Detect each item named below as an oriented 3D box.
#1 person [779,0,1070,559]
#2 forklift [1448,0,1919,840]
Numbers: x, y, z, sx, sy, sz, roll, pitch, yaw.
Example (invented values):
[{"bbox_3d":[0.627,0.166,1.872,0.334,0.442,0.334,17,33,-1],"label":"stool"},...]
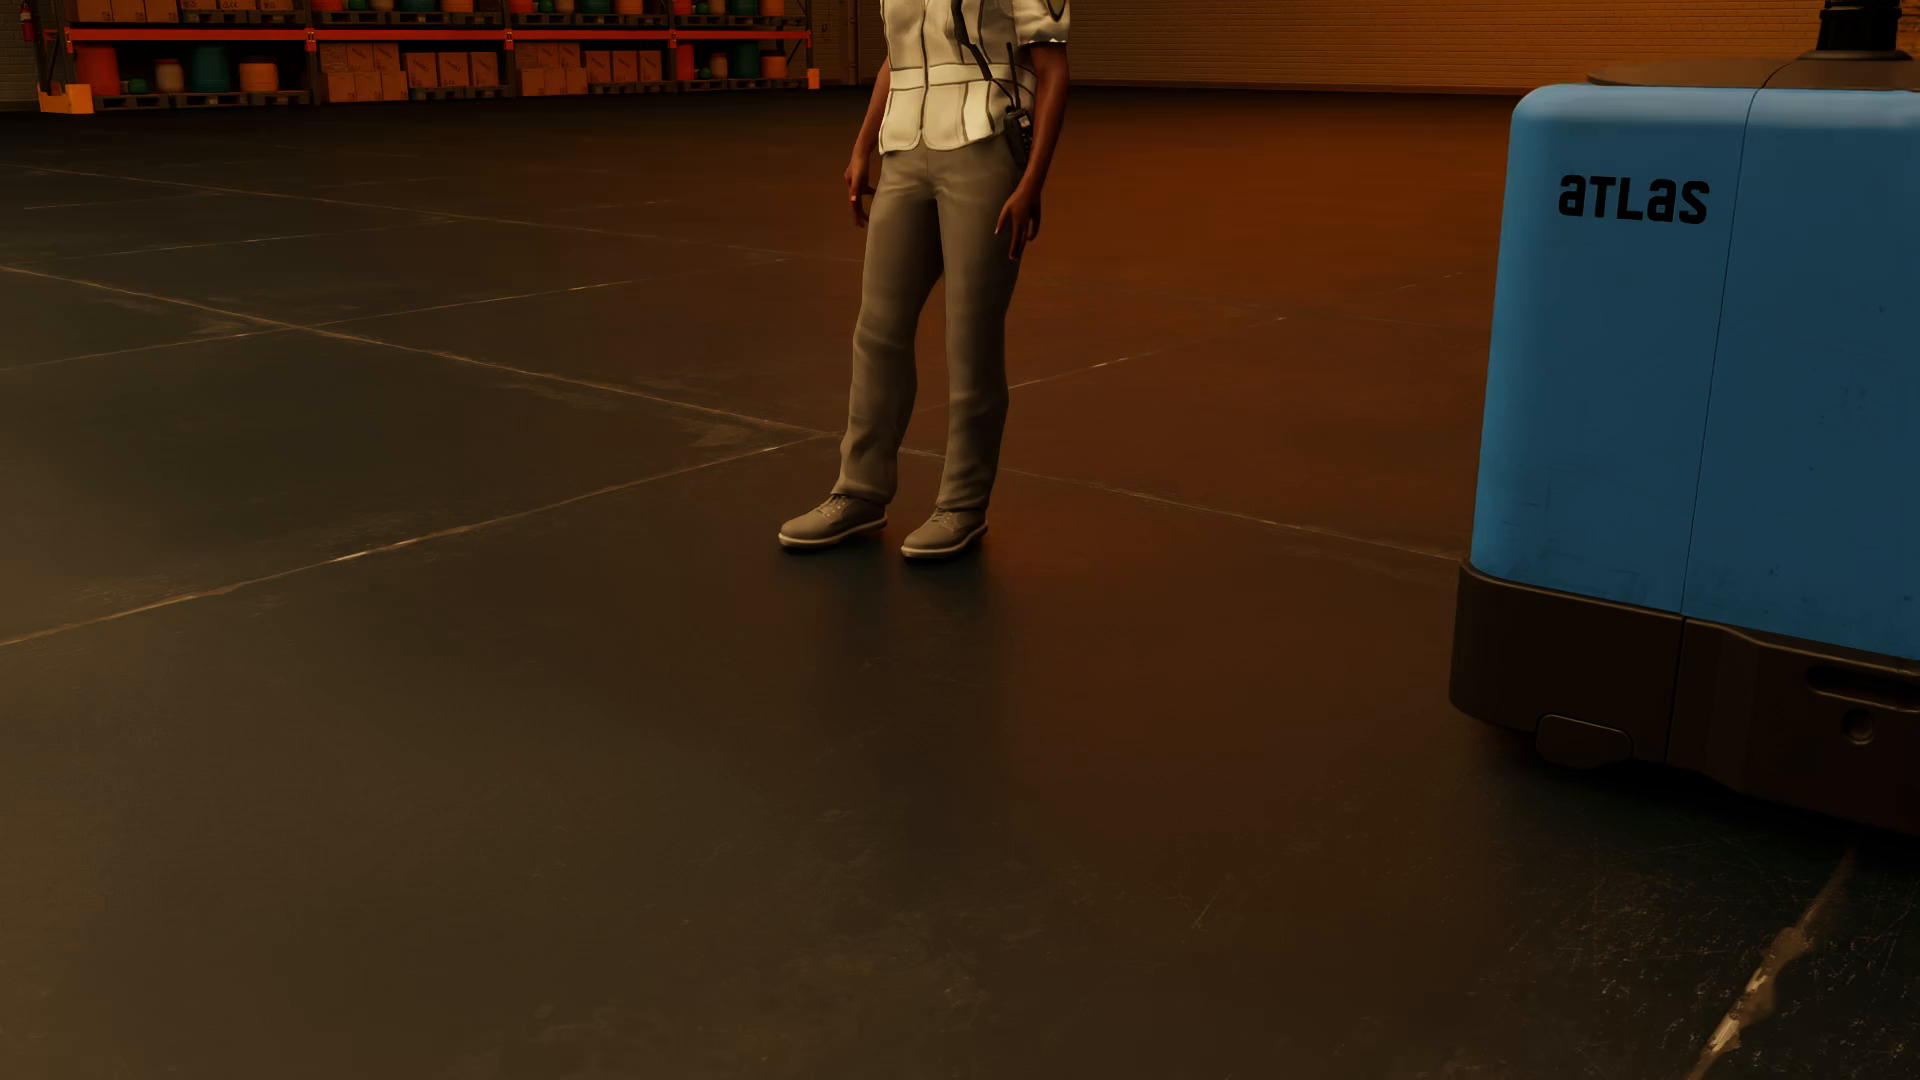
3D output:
[{"bbox_3d":[-0.063,-0.805,3.651,0.570,1.695,0.530,13,21,37],"label":"person"},{"bbox_3d":[2.301,-0.906,1.880,3.031,2.935,1.130,13,21,36],"label":"forklift"}]
